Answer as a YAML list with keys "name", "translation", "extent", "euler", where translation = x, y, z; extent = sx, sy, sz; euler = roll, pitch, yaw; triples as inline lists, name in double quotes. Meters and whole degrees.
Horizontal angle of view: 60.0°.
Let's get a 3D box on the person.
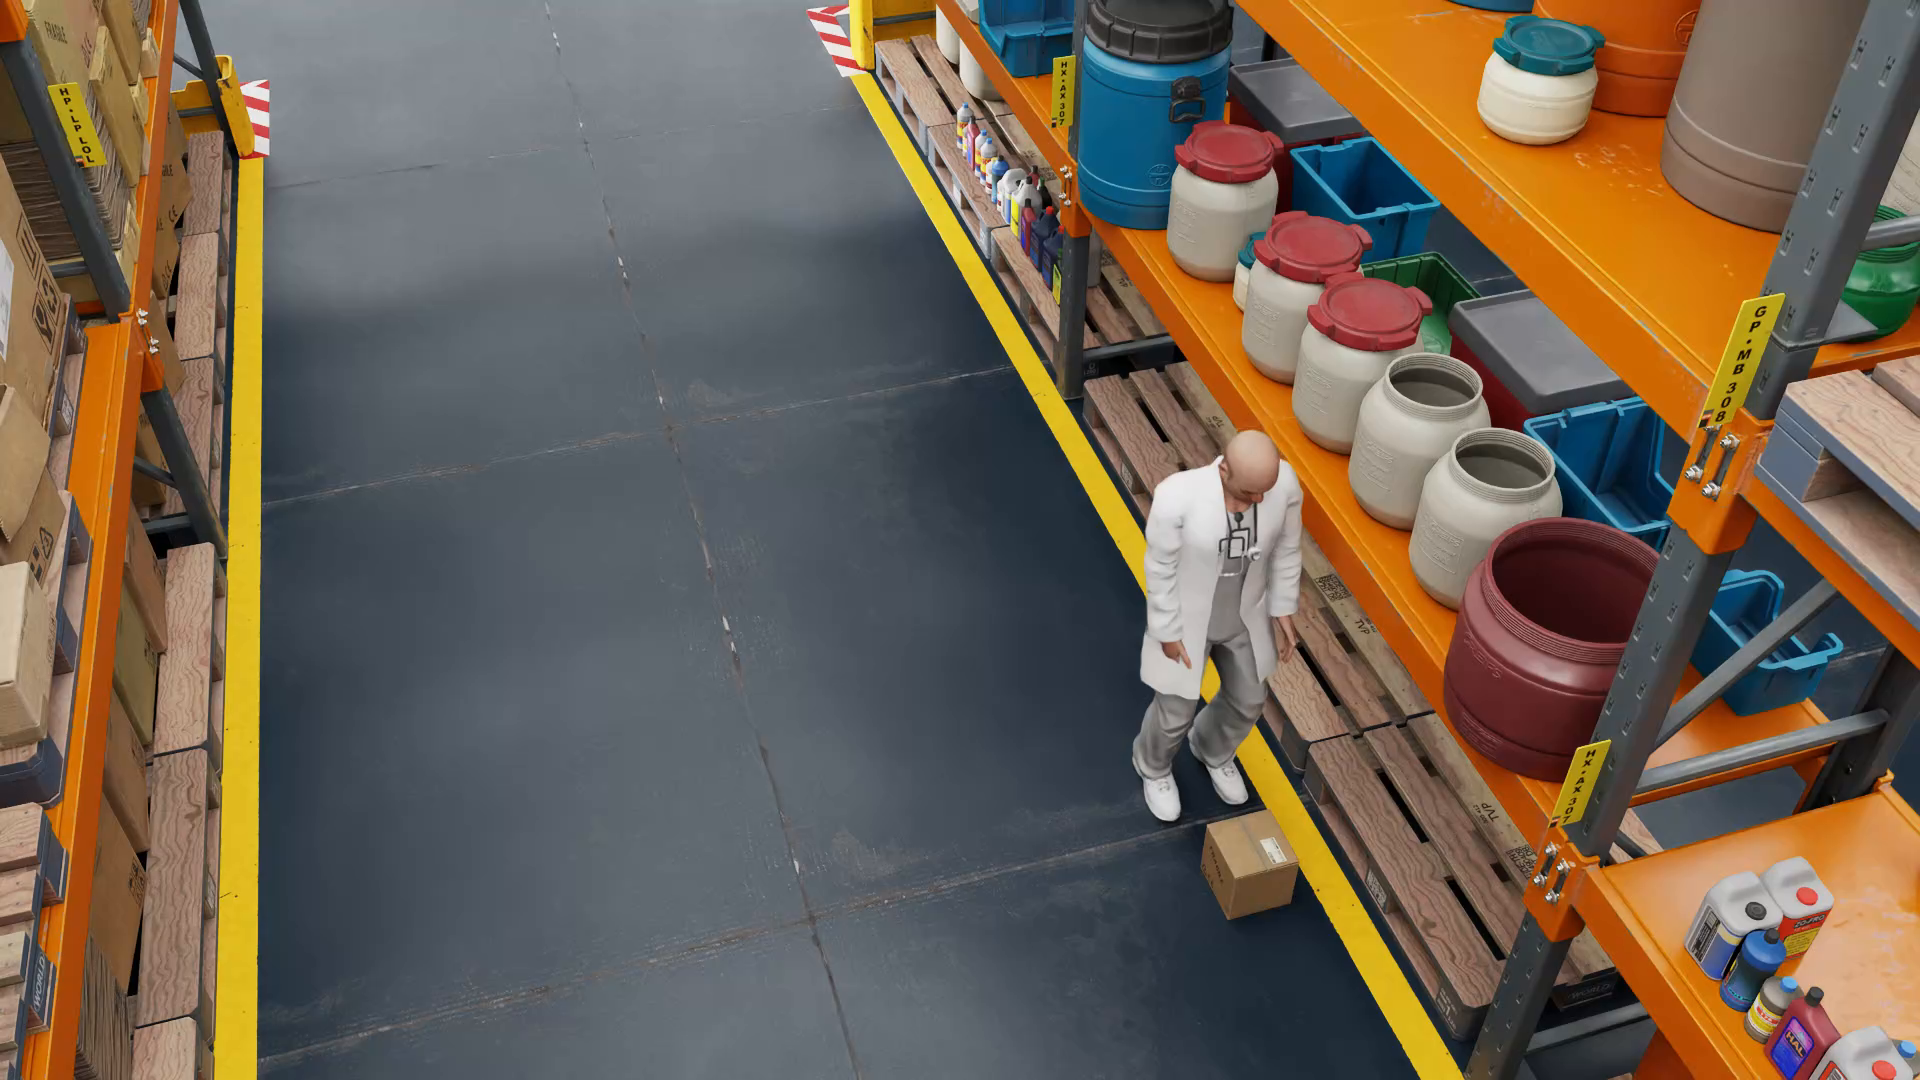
- name: "person"
  translation: [0.913, 0.282, 5.887]
  extent: [0.583, 1.745, 0.403]
  euler: [-11, 43, -12]
